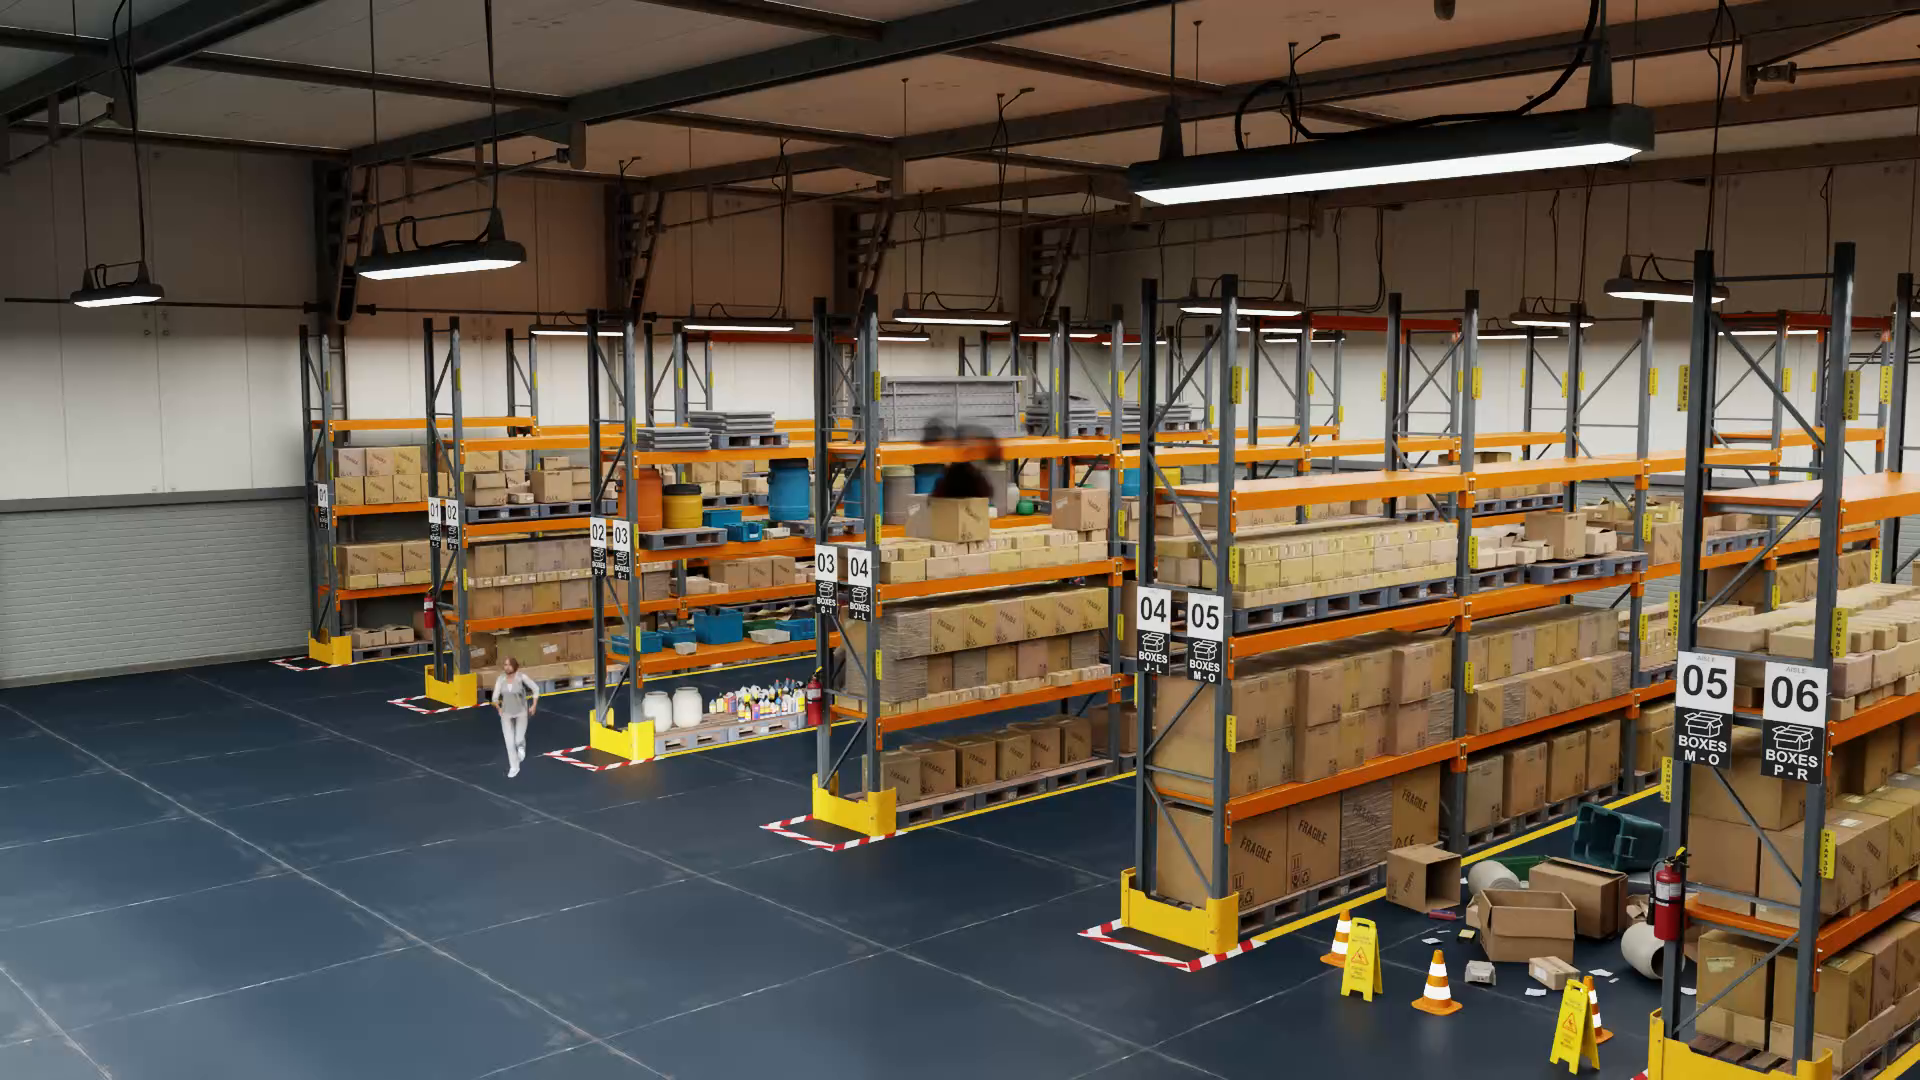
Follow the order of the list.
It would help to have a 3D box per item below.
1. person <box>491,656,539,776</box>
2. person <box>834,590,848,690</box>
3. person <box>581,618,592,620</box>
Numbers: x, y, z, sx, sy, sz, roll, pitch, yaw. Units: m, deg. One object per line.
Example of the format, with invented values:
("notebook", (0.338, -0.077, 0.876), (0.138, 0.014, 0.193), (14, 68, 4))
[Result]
("person", (-5.690, 2.263, 21.256), (0.575, 1.556, 0.602), (0, 6, -3))
("person", (-1.753, 1.596, 27.001), (0.642, 1.802, 0.817), (5, 8, 41))
("person", (-6.746, 1.298, 30.224), (0.828, 1.670, 0.586), (-5, 8, -43))
